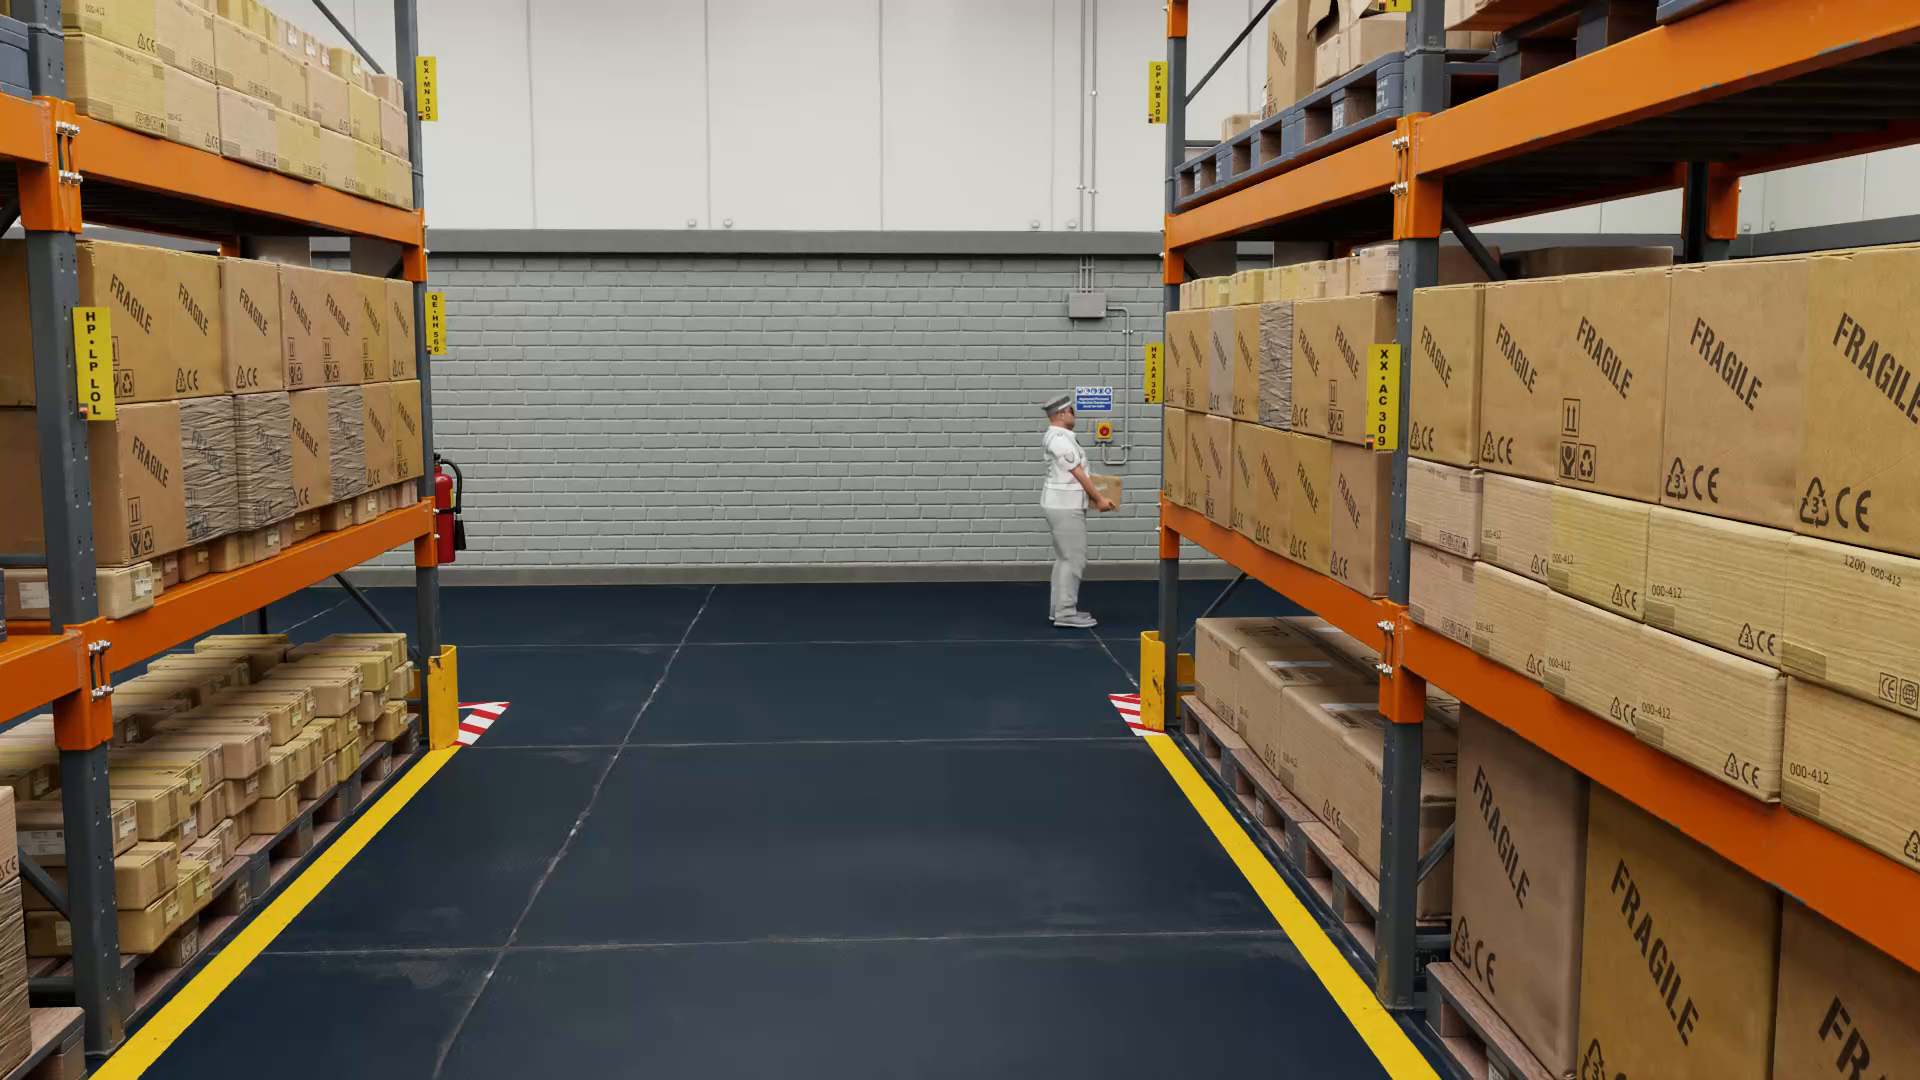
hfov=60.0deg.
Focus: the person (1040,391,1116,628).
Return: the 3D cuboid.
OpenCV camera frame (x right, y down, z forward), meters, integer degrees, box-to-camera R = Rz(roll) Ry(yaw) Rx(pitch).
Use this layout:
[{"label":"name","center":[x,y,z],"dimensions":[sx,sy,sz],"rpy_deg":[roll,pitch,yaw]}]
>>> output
[{"label":"person","center":[0.887,-0.242,12.633],"dimensions":[0.561,1.772,0.496],"rpy_deg":[0,7,-4]}]
